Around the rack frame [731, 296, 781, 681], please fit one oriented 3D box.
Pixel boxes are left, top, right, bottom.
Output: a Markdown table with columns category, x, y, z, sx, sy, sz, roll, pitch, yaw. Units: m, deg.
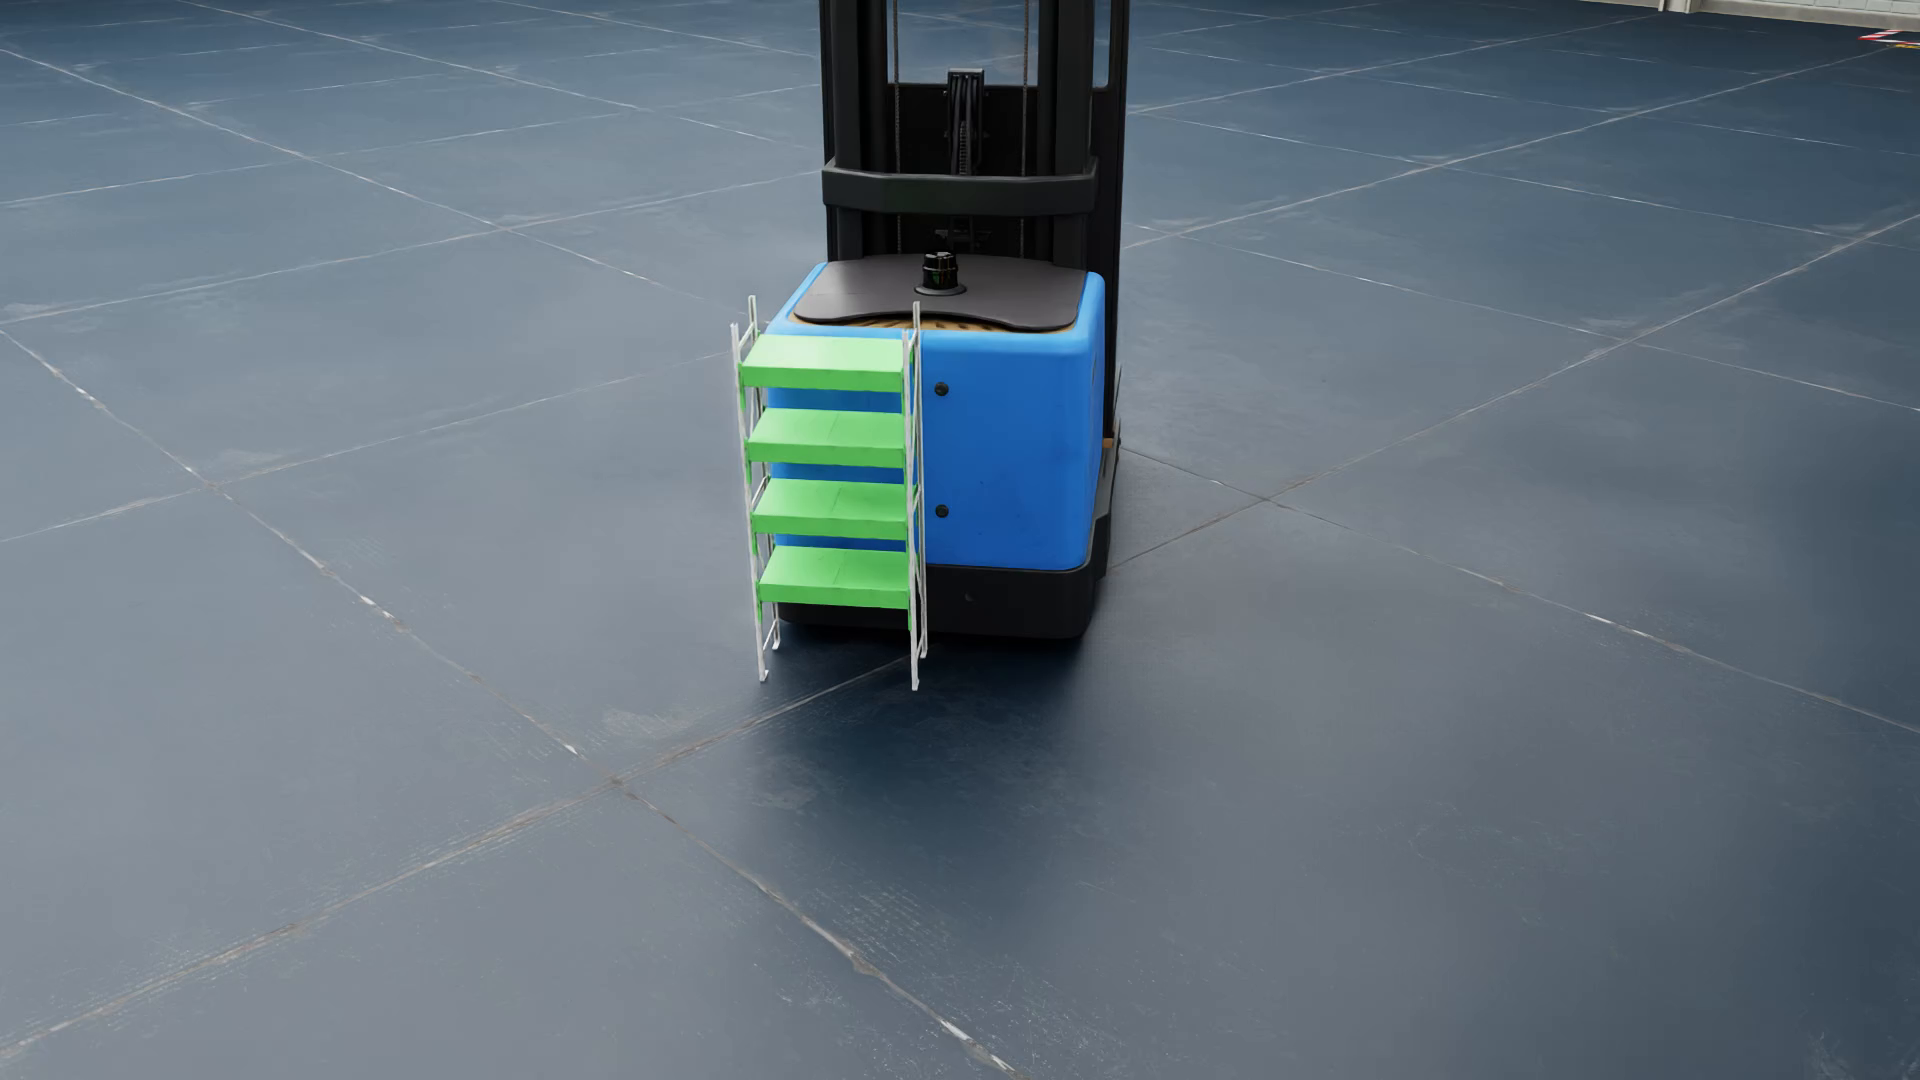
| category | x | y | z | sx | sy | sz | roll | pitch | yaw |
| --- | --- | --- | --- | --- | --- | --- | --- | --- | --- |
| rack frame | -0.619 | -0.136 | 5.079 | 0.015 | 1.200 | 0.240 | 3 | 29 | 6 |

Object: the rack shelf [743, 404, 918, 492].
| category | x | y | z | sx | sy | sz | roll | pitch | yaw |
| --- | --- | --- | --- | --- | --- | --- | --- | --- | --- |
| rack shelf | -0.378 | -0.278 | 4.967 | 0.480 | 0.148 | 0.258 | 3 | 29 | 6 |

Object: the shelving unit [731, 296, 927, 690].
| category | x | y | z | sx | sy | sz | roll | pitch | yaw |
| --- | --- | --- | --- | --- | --- | --- | --- | --- | --- |
| shelving unit | -0.376 | -0.124 | 5.052 | 0.503 | 1.200 | 0.258 | 3 | 29 | 6 |

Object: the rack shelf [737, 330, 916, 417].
| category | x | y | z | sx | sy | sz | roll | pitch | yaw |
| --- | --- | --- | --- | --- | --- | --- | --- | --- | --- |
| rack shelf | -0.381 | -0.487 | 4.851 | 0.480 | 0.148 | 0.258 | 3 | 29 | 6 |

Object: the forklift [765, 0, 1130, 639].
| category | x | y | z | sx | sy | sz | roll | pitch | yaw |
| --- | --- | --- | --- | --- | --- | --- | --- | --- | --- |
| forklift | 0.082 | -1.593 | 6.210 | 1.130 | 2.935 | 3.031 | 3 | 25 | 7 |

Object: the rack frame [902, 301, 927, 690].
| category | x | y | z | sx | sy | sz | roll | pitch | yaw |
| --- | --- | --- | --- | --- | --- | --- | --- | --- | --- |
| rack frame | -0.134 | -0.111 | 5.025 | 0.015 | 1.200 | 0.240 | 3 | 29 | 6 |

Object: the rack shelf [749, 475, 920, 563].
| category | x | y | z | sx | sy | sz | roll | pitch | yaw |
| --- | --- | --- | --- | --- | --- | --- | --- | --- | --- |
| rack shelf | -0.376 | -0.068 | 5.083 | 0.480 | 0.148 | 0.258 | 3 | 29 | 6 |

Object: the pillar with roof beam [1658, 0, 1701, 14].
| category | x | y | z | sx | sy | sz | roll | pitch | yaw |
| --- | --- | --- | --- | --- | --- | --- | --- | --- | --- |
| pillar with roof beam | 5.787 | -9.442 | 16.104 | 9.100 | 9.000 | 0.400 | -21 | 32 | -38 |

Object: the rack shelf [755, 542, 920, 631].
| category | x | y | z | sx | sy | sz | roll | pitch | yaw |
| --- | --- | --- | --- | --- | --- | --- | --- | --- | --- |
| rack shelf | -0.373 | 0.142 | 5.200 | 0.480 | 0.148 | 0.258 | 3 | 29 | 6 |
